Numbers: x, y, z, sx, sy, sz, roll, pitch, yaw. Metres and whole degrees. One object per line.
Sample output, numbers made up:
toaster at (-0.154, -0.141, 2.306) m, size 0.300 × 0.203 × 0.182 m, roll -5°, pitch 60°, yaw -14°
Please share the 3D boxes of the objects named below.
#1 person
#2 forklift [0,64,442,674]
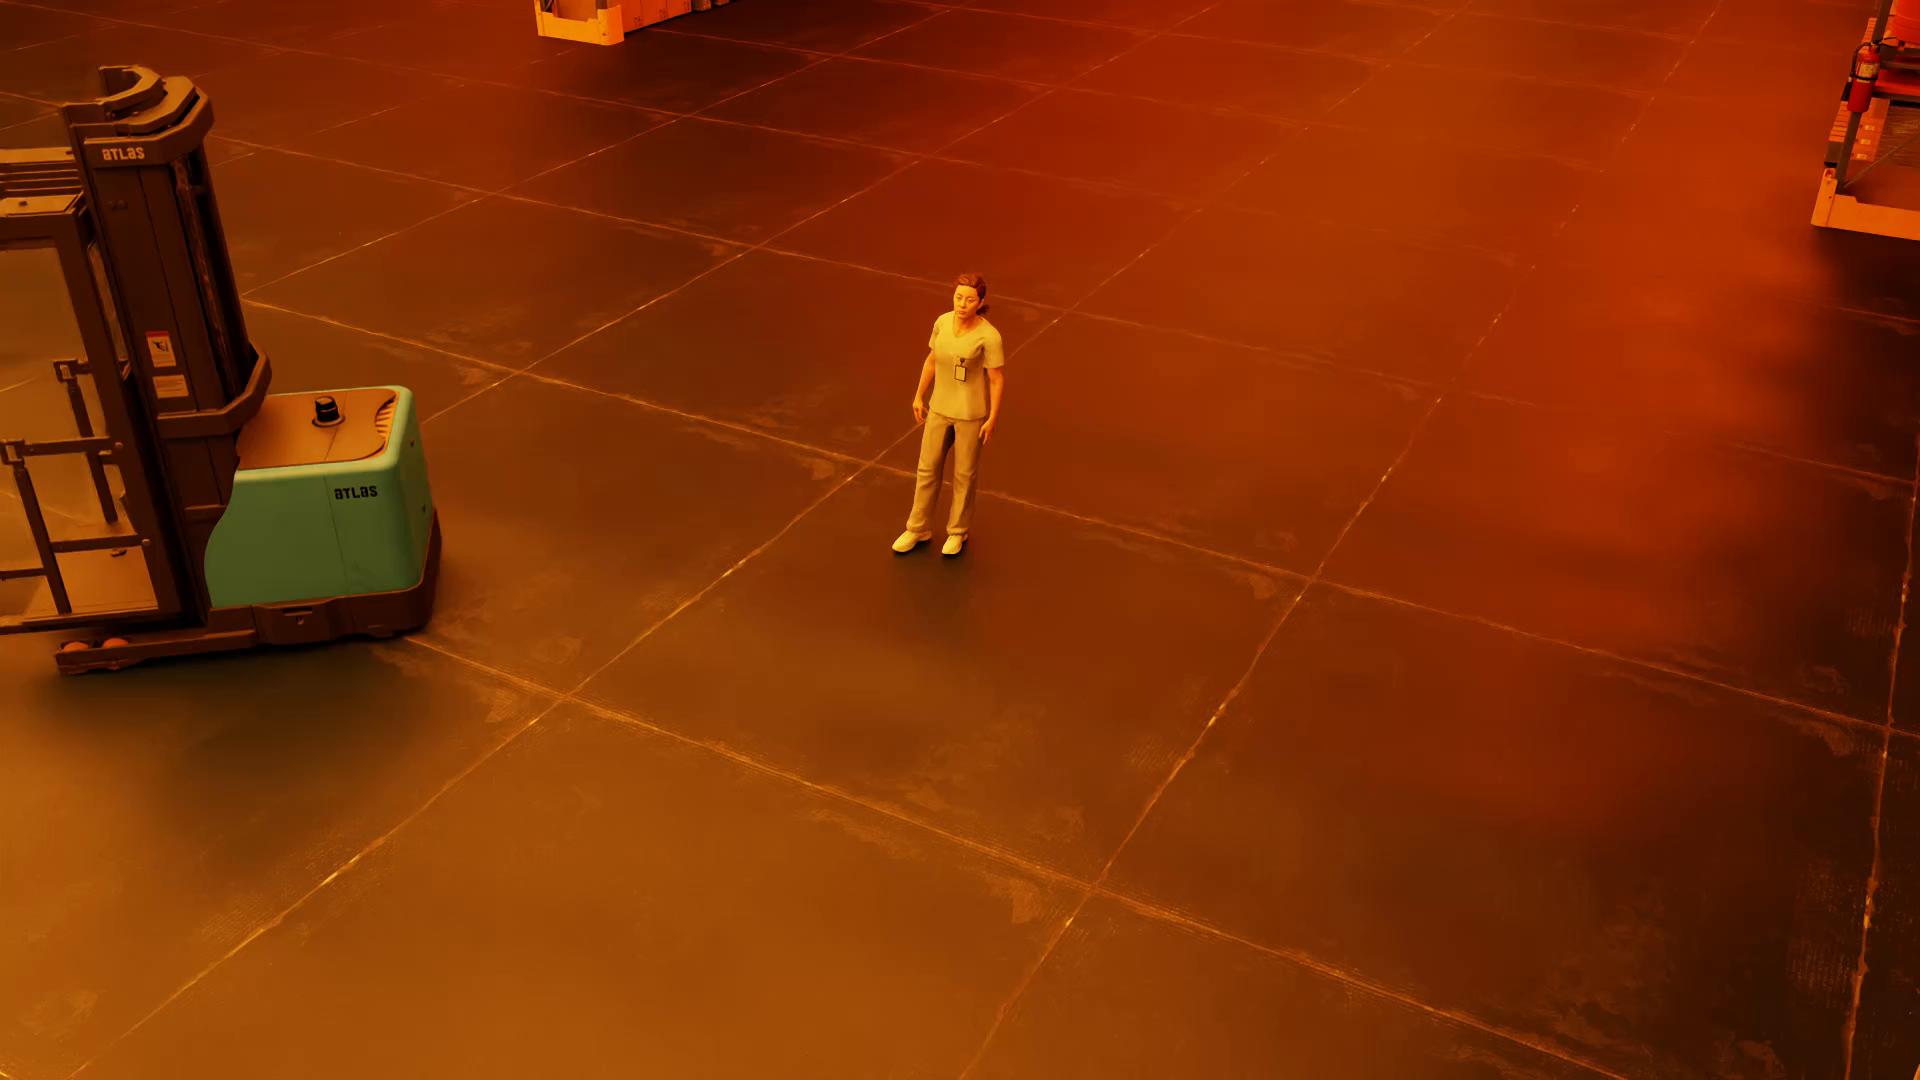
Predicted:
person at (-0.022, -0.643, 9.607) m, size 0.517 × 1.361 × 0.395 m, roll 15°, pitch 33°, yaw 25°
forklift at (-4.476, -0.849, 8.541) m, size 3.031 × 2.935 × 1.130 m, roll -5°, pitch 30°, yaw -9°
